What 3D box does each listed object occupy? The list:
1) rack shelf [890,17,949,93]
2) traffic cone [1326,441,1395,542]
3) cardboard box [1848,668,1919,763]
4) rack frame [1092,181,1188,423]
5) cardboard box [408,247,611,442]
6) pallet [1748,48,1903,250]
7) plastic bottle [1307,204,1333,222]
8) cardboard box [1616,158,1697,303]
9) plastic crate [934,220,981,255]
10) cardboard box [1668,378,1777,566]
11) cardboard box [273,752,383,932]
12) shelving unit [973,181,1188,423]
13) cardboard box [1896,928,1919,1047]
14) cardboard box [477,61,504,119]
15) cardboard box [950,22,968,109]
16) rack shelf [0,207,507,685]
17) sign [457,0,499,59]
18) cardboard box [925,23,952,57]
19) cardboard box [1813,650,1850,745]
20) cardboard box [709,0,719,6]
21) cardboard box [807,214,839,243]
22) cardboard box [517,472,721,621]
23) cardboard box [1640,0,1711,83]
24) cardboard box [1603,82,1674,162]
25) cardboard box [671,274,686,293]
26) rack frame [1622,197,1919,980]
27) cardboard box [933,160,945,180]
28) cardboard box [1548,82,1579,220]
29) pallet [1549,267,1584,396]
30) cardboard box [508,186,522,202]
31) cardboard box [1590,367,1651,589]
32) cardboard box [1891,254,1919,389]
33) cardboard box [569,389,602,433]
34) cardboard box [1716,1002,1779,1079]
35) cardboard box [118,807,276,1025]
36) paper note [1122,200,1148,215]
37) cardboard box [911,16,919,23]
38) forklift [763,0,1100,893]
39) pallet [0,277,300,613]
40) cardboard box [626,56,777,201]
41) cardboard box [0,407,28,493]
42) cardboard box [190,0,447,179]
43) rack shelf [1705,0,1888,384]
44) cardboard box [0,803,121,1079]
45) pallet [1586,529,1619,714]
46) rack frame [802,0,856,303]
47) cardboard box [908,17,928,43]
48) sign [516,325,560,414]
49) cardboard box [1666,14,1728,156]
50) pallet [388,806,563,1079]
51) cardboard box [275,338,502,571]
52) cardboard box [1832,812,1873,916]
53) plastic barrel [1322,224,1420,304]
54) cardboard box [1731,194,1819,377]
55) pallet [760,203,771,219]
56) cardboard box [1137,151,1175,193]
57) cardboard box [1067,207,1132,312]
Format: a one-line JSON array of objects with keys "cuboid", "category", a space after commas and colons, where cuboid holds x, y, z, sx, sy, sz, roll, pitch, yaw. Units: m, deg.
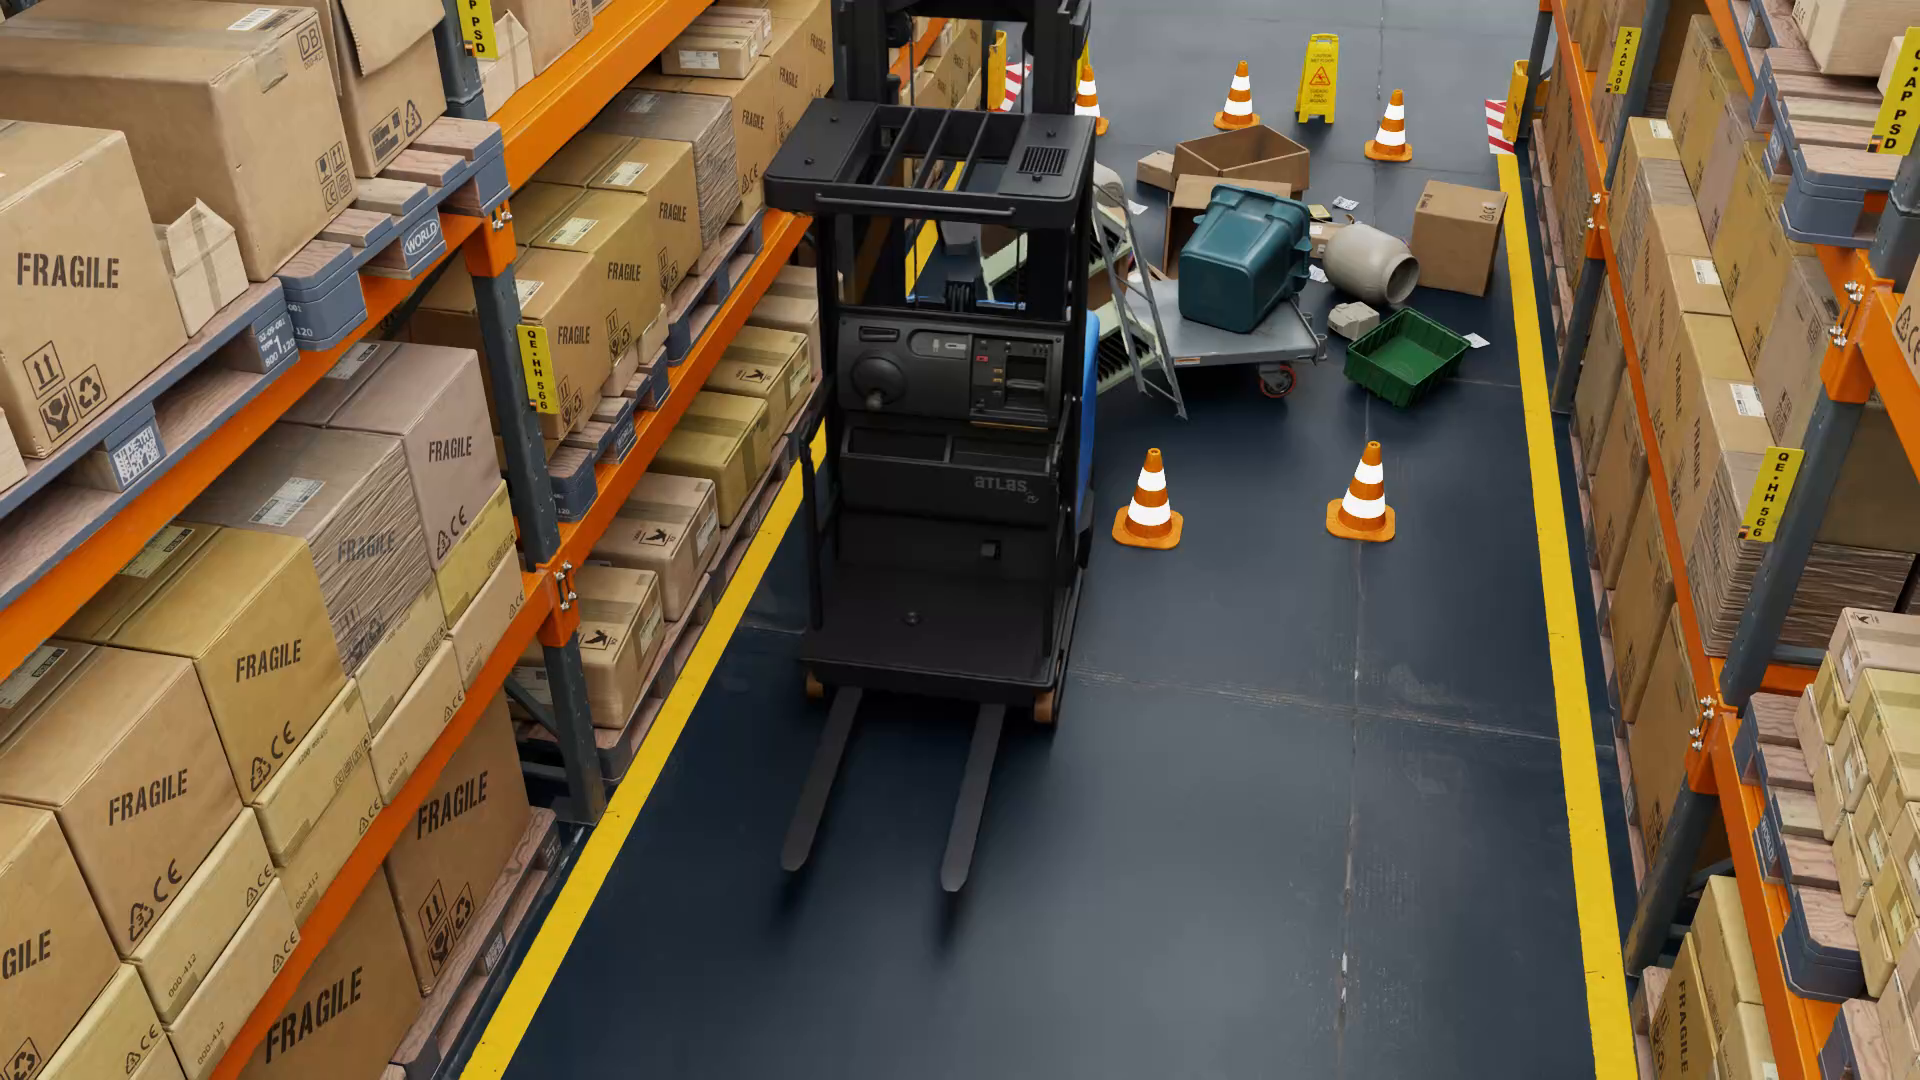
[{"cuboid": [-0.651, -3.306, 10.869, 1.077, 0.370, 4.000, 7, 37, 10], "category": "rack shelf"}, {"cuboid": [2.018, -0.282, 8.244, 0.336, 0.463, 0.334, 7, 37, 10], "category": "traffic cone"}, {"cuboid": [2.582, 0.491, 4.366, 0.380, 0.149, 0.250, 6, 36, 9], "category": "cardboard box"}, {"cuboid": [0.875, -1.281, 8.449, 0.023, 0.400, 1.500, -30, 55, 30], "category": "rack frame"}, {"cuboid": [-1.610, -0.718, 5.988, 0.500, 0.500, 0.500, 6, 36, 9], "category": "cardboard box"}, {"cuboid": [3.011, -1.109, 4.829, 1.213, 0.211, 1.003, 9, 37, 12], "category": "pallet"}, {"cuboid": [2.424, -2.174, 11.197, 0.133, 0.061, 0.283, -5, 36, -6], "category": "plastic bottle"}, {"cuboid": [3.297, -1.372, 7.501, 0.500, 0.500, 0.500, 8, 37, 10], "category": "cardboard box"}, {"cuboid": [0.059, -2.066, 11.032, 0.402, 0.080, 0.583, -5, 36, -6], "category": "plastic crate"}, {"cuboid": [2.867, -0.213, 5.903, 0.500, 0.500, 0.500, 7, 37, 10], "category": "cardboard box"}, {"cuboid": [-2.004, 0.807, 4.708, 0.500, 0.250, 0.500, 7, 37, 9], "category": "cardboard box"}, {"cuboid": [0.599, -1.123, 8.631, 0.755, 0.431, 1.500, -30, 55, 30], "category": "shelving unit"}, {"cuboid": [2.408, 1.065, 3.828, 0.380, 0.149, 0.250, 7, 37, 10], "category": "cardboard box"}, {"cuboid": [-1.699, -1.430, 5.325, 0.380, 0.149, 0.250, 7, 37, 10], "category": "cardboard box"}, {"cuboid": [-0.248, -3.313, 11.611, 0.500, 0.500, 0.500, 9, 37, 12], "category": "cardboard box"}, {"cuboid": [-2.359, 0.066, 3.660, 1.077, 0.370, 4.000, 7, 37, 10], "category": "rack shelf"}, {"cuboid": [-1.392, -1.539, 4.754, 0.100, 0.325, 0.005, 7, 37, 10], "category": "sign"}, {"cuboid": [-0.267, -3.362, 11.126, 0.380, 0.149, 0.250, 9, 37, 12], "category": "cardboard box"}, {"cuboid": [2.626, 0.468, 4.651, 0.380, 0.149, 0.250, 9, 37, 12], "category": "cardboard box"}, {"cuboid": [-1.458, -2.549, 8.514, 0.500, 0.500, 0.500, 8, 37, 11], "category": "cardboard box"}, {"cuboid": [-0.688, -2.116, 9.959, 0.500, 0.500, 0.500, 9, 37, 12], "category": "cardboard box"}, {"cuboid": [-1.652, -0.010, 7.590, 0.950, 0.372, 0.625, 7, 36, 9], "category": "cardboard box"}, {"cuboid": [3.892, -2.594, 8.224, 0.875, 0.550, 0.550, 7, 37, 10], "category": "cardboard box"}, {"cuboid": [3.847, -2.162, 8.549, 0.875, 0.550, 0.550, 7, 37, 10], "category": "cardboard box"}, {"cuboid": [-1.408, -1.168, 7.162, 0.380, 0.149, 0.250, 9, 37, 12], "category": "cardboard box"}, {"cuboid": [2.925, 0.405, 5.135, 1.000, 3.000, 0.127, 7, 37, 10], "category": "rack frame"}, {"cuboid": [-0.358, -2.707, 11.414, 0.500, 0.250, 0.500, 6, 36, 8], "category": "cardboard box"}, {"cuboid": [4.368, -2.590, 10.720, 0.875, 0.875, 0.875, 7, 36, 9], "category": "cardboard box"}, {"cuboid": [4.018, -1.185, 9.706, 1.003, 0.211, 1.213, 7, 37, 10], "category": "pallet"}, {"cuboid": [-2.007, -1.082, 6.490, 0.500, 0.500, 0.500, 7, 36, 9], "category": "cardboard box"}, {"cuboid": [3.525, -0.228, 7.567, 1.050, 0.750, 0.750, 7, 37, 10], "category": "cardboard box"}, {"cuboid": [2.543, -0.556, 3.820, 0.500, 0.500, 0.500, 7, 37, 10], "category": "cardboard box"}, {"cuboid": [-1.588, -0.547, 6.305, 0.380, 0.149, 0.250, 5, 36, 7], "category": "cardboard box"}, {"cuboid": [2.433, 1.599, 4.621, 0.500, 0.250, 0.500, 7, 37, 9], "category": "cardboard box"}, {"cuboid": [-2.093, 0.898, 4.156, 0.500, 0.250, 0.500, 6, 36, 9], "category": "cardboard box"}, {"cuboid": [1.191, -2.278, 11.376, 0.148, 0.019, 0.142, 20, 41, 26], "category": "paper note"}, {"cuboid": [-0.507, -3.406, 10.055, 0.500, 0.500, 0.500, 7, 37, 10], "category": "cardboard box"}, {"cuboid": [-0.077, -0.625, 6.615, 1.130, 2.935, 3.031, 6, 36, 8], "category": "forklift"}, {"cuboid": [-2.254, -0.278, 3.683, 1.003, 0.211, 1.213, 9, 37, 12], "category": "pallet"}, {"cuboid": [-1.173, -1.909, 7.631, 0.500, 0.500, 0.500, 9, 37, 12], "category": "cardboard box"}, {"cuboid": [-2.054, -0.198, 3.168, 0.396, 0.266, 0.258, 10, 37, 14], "category": "cardboard box"}, {"cuboid": [-1.865, -1.349, 4.553, 0.797, 0.503, 0.637, 5, 36, 7], "category": "cardboard box"}, {"cuboid": [3.352, -1.665, 6.048, 1.077, 0.370, 4.000, 7, 37, 10], "category": "rack shelf"}, {"cuboid": [-2.221, 0.892, 3.527, 0.500, 0.500, 0.500, 6, 36, 9], "category": "cardboard box"}, {"cuboid": [3.430, 0.394, 7.526, 1.003, 0.211, 1.213, 7, 37, 10], "category": "pallet"}, {"cuboid": [-1.078, -2.451, 9.076, 1.000, 3.000, 0.127, 7, 37, 10], "category": "rack frame"}, {"cuboid": [-0.415, -3.222, 10.353, 0.380, 0.149, 0.250, 7, 37, 10], "category": "cardboard box"}, {"cuboid": [-1.389, -0.559, 5.478, 0.100, 0.325, 0.005, 7, 37, 10], "category": "sign"}, {"cuboid": [3.679, -2.048, 7.583, 0.700, 0.500, 0.500, 7, 36, 9], "category": "cardboard box"}, {"cuboid": [-2.174, 1.414, 6.119, 1.003, 0.211, 1.213, 7, 37, 10], "category": "pallet"}, {"cuboid": [-1.787, -0.274, 5.135, 0.500, 0.500, 0.500, 6, 36, 9], "category": "cardboard box"}, {"cuboid": [2.518, 0.876, 4.341, 0.380, 0.149, 0.250, 9, 37, 12], "category": "cardboard box"}, {"cuboid": [2.523, -1.688, 10.218, 0.421, 0.421, 0.512, -24, 42, -30], "category": "plastic barrel"}, {"cuboid": [3.245, -0.881, 5.972, 0.700, 0.500, 0.500, 7, 36, 9], "category": "cardboard box"}, {"cuboid": [-1.383, -1.953, 8.552, 1.003, 0.211, 1.213, 7, 37, 10], "category": "pallet"}, {"cuboid": [1.470, -2.586, 11.691, 0.380, 0.149, 0.250, 28, 44, 33], "category": "cardboard box"}, {"cuboid": [0.668, -1.539, 9.303, 0.500, 0.500, 0.500, 7, 37, 10], "category": "cardboard box"}]
